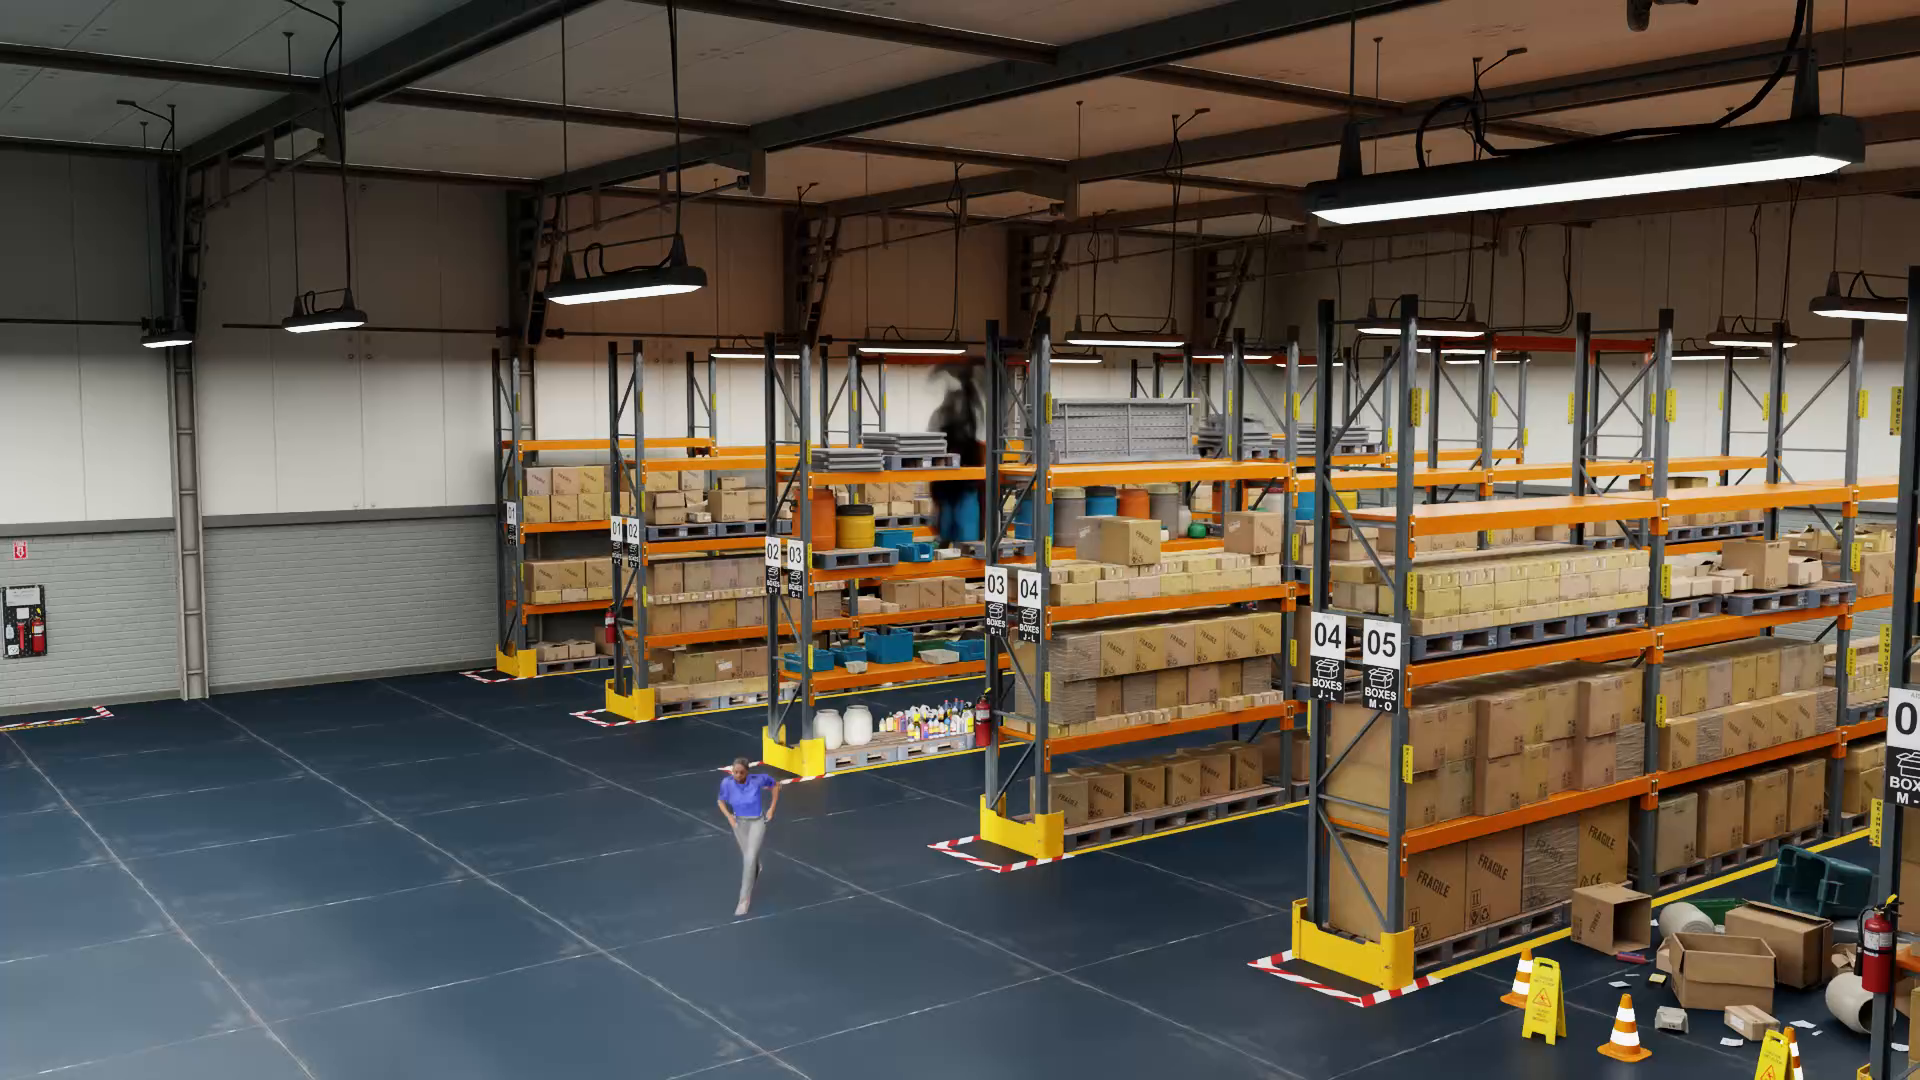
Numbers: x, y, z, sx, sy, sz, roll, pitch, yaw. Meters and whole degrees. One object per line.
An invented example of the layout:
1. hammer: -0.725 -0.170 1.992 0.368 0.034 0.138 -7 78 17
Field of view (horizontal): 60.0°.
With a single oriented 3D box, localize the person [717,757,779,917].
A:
1. person: -2.126 2.923 16.890 0.615 1.616 0.972 0 5 2
